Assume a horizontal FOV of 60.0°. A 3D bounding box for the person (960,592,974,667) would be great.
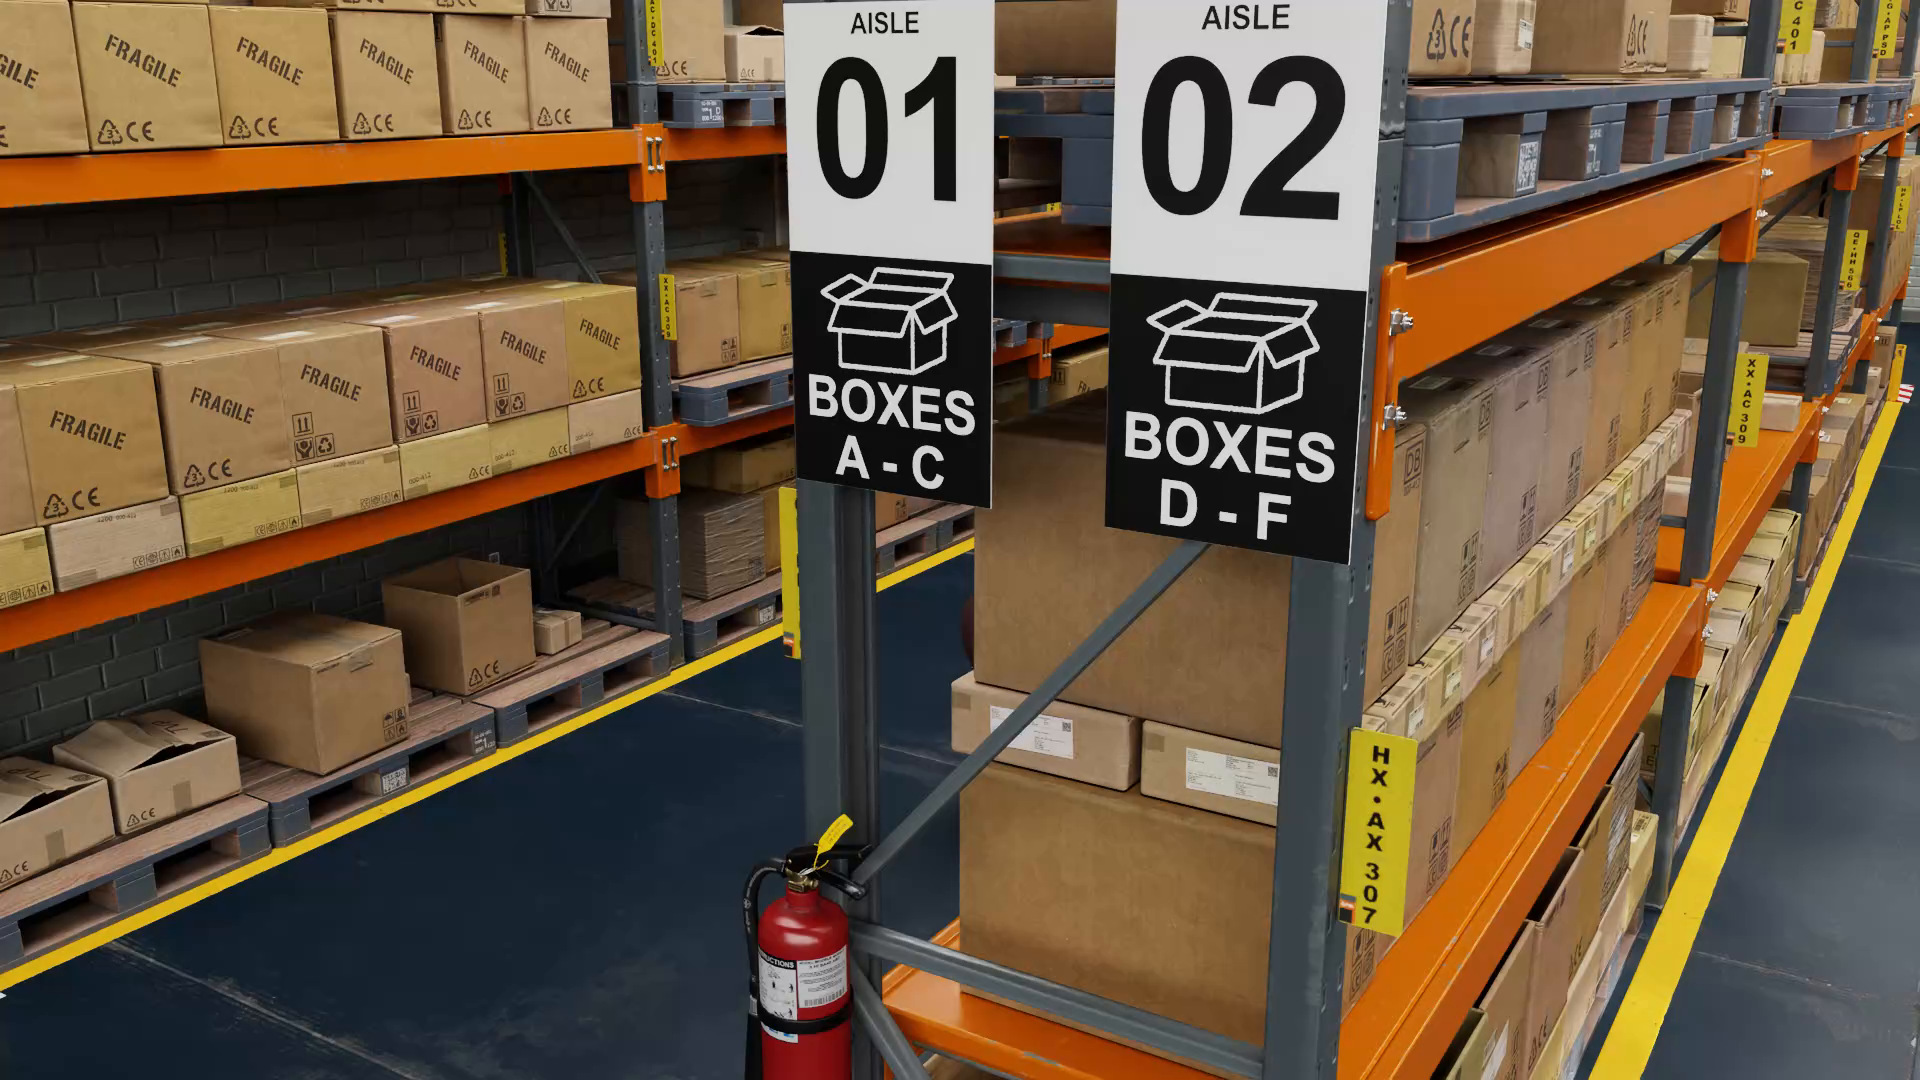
[{"bbox_3d":[0.449,0.636,7.119,0.942,1.069,0.590,9,18,28],"label":"person"}]
